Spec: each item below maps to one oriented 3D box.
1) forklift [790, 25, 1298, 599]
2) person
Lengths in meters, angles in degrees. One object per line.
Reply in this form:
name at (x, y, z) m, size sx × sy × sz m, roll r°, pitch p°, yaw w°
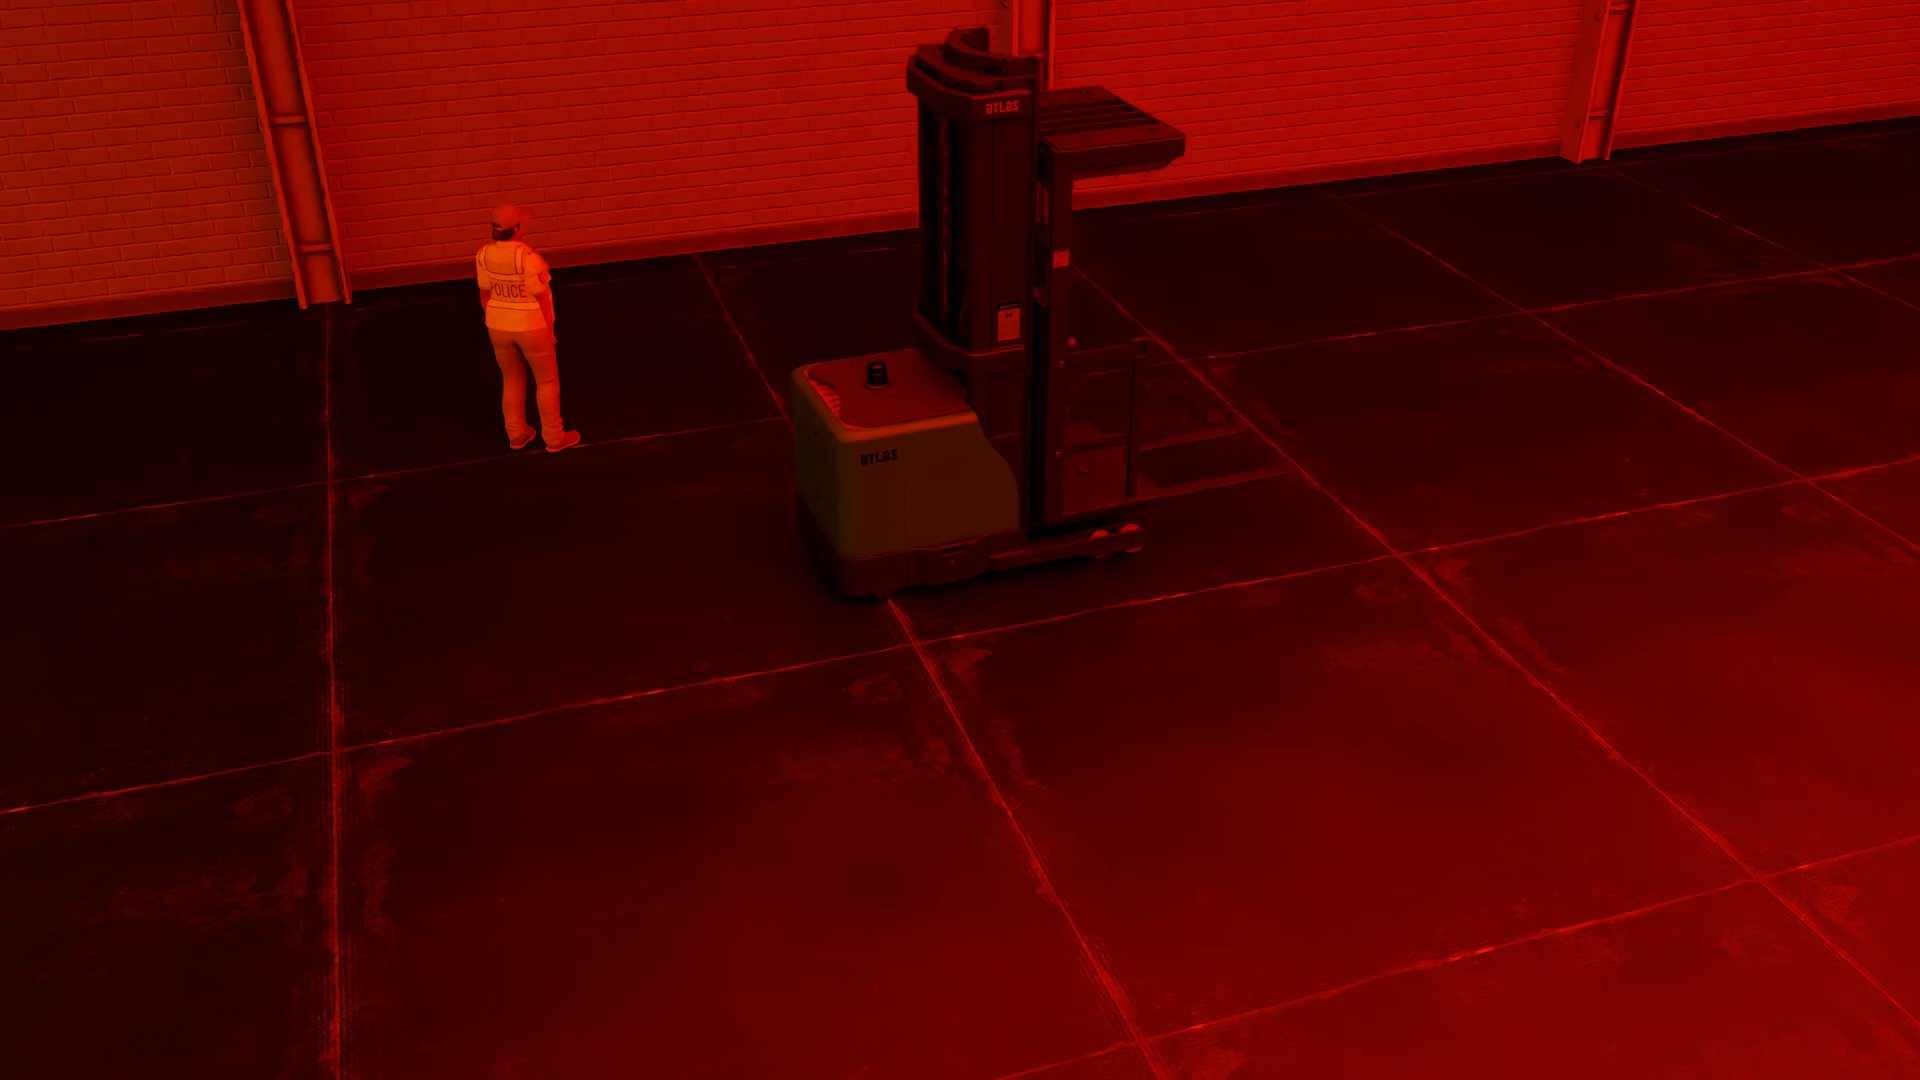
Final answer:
forklift at (0.572, -1.393, 9.507) m, size 3.031 × 2.935 × 1.130 m, roll -11°, pitch 32°, yaw -19°
person at (-2.813, -1.365, 10.734) m, size 0.481 × 1.669 × 0.381 m, roll 7°, pitch 31°, yaw 13°
